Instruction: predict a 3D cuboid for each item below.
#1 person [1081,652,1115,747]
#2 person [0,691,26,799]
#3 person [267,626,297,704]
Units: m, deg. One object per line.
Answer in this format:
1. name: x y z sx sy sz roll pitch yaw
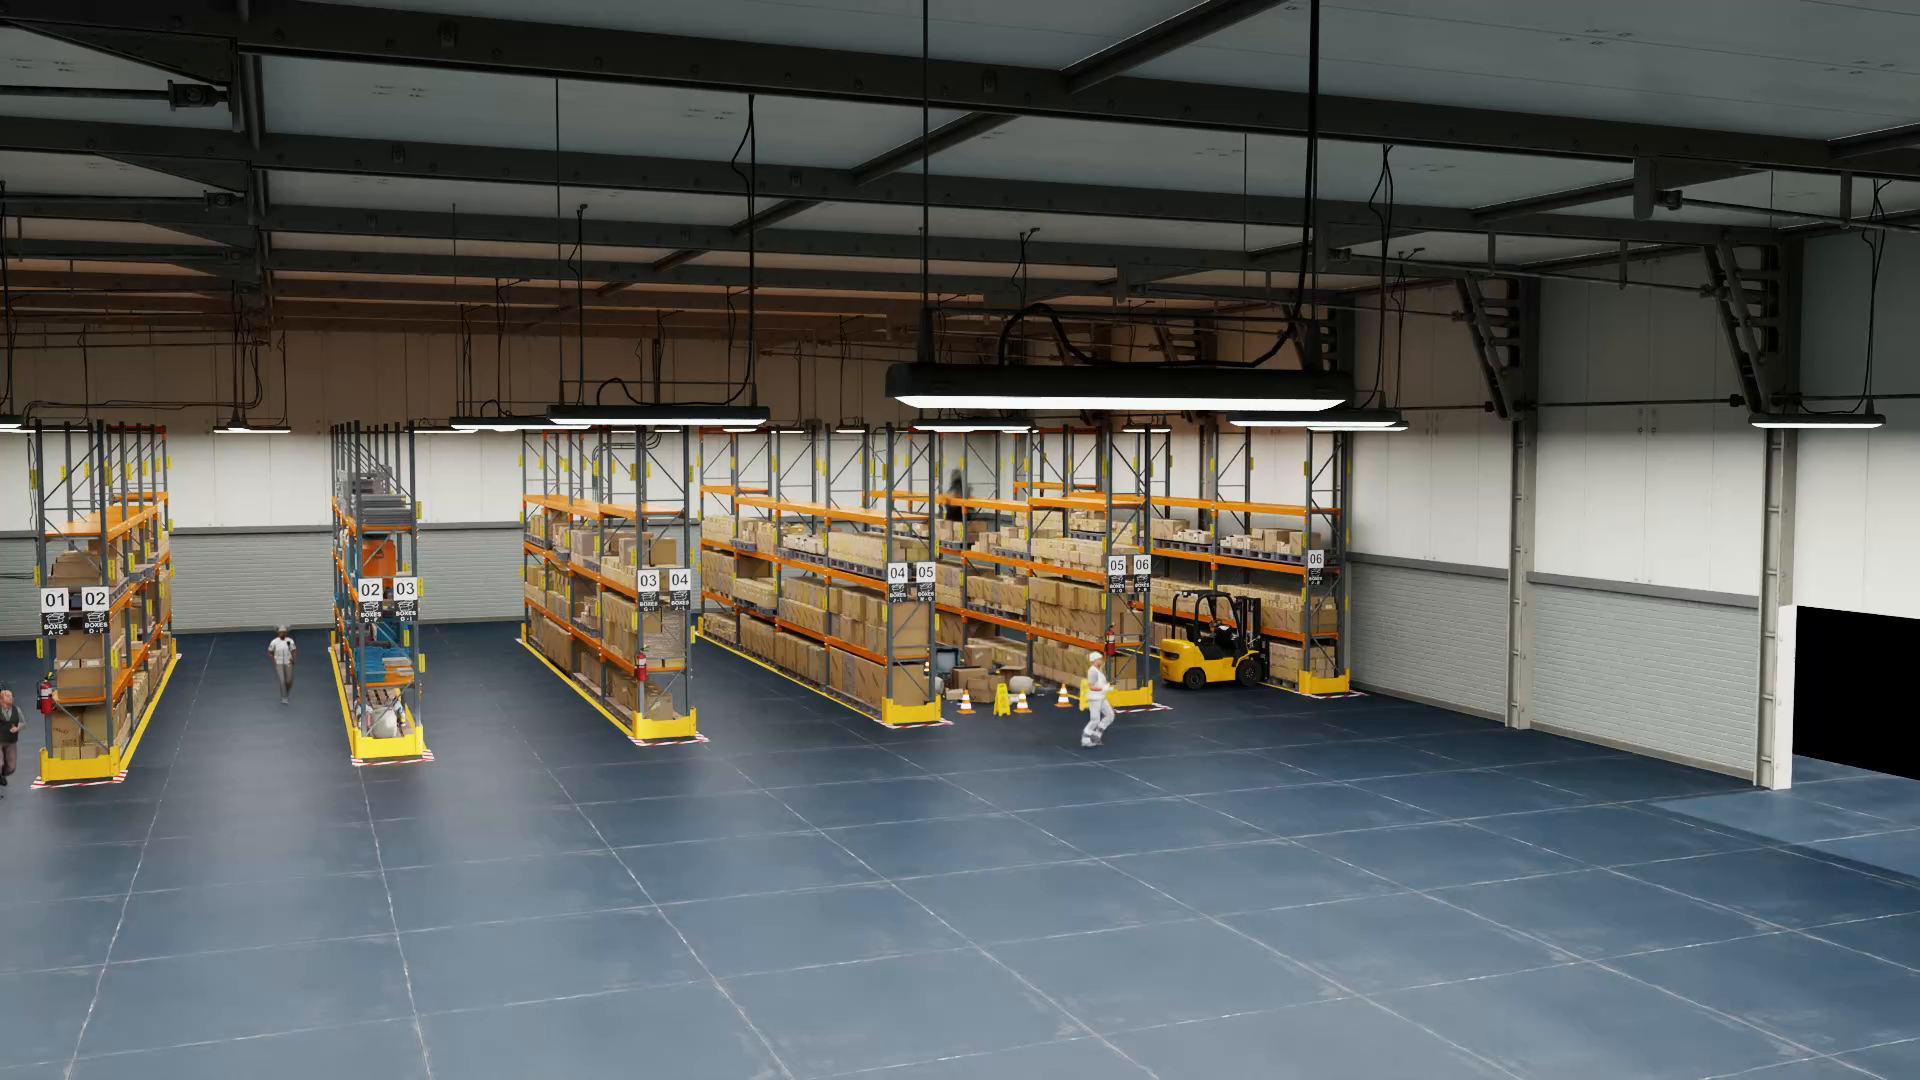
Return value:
1. person: 2.560 2.930 30.461 0.677 1.770 0.620 2 4 25
2. person: -15.304 3.248 26.615 0.777 1.675 0.688 3 5 39
3. person: -14.549 2.659 35.711 0.587 1.672 0.580 -2 4 -28
